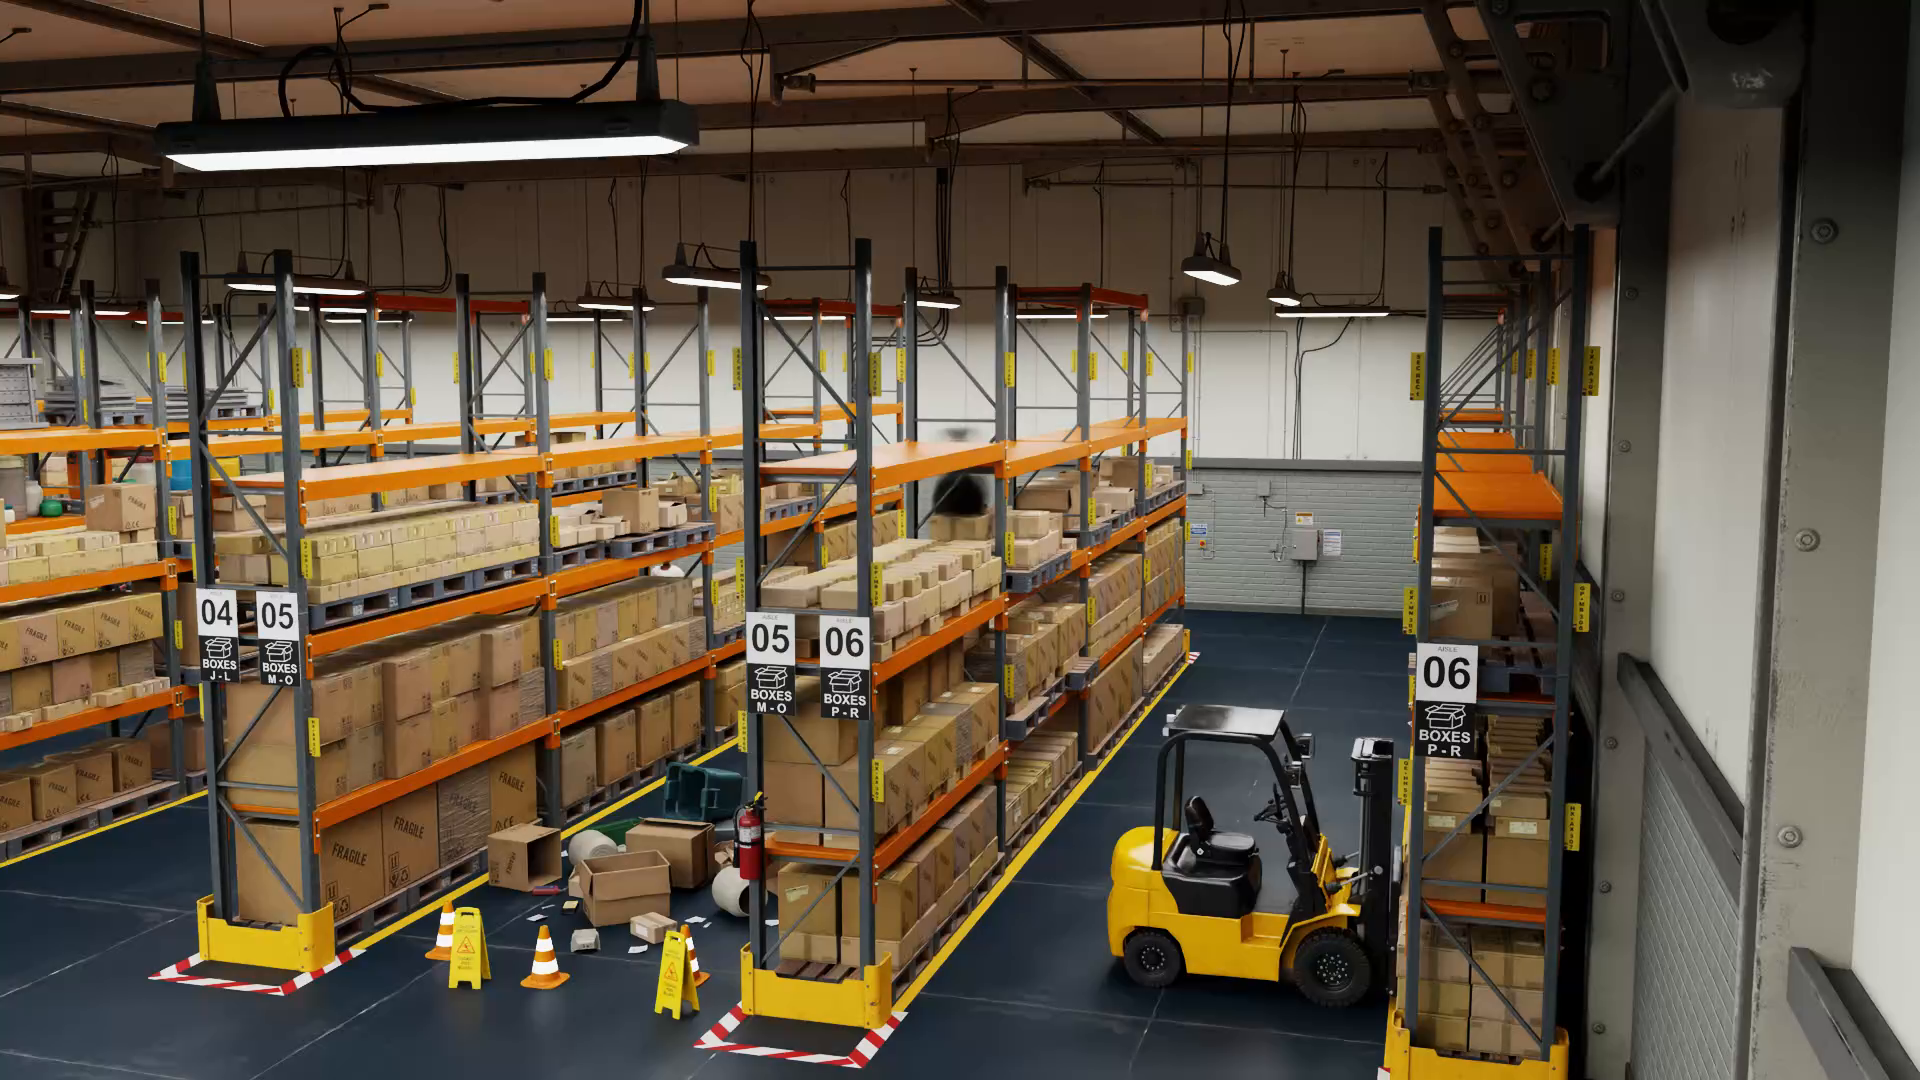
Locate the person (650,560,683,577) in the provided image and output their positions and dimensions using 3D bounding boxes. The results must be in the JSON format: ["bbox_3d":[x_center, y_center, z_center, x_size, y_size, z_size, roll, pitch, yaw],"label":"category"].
[{"bbox_3d":[-5.138,1.058,28.924,0.687,1.789,0.716,1,6,7],"label":"person"}]
